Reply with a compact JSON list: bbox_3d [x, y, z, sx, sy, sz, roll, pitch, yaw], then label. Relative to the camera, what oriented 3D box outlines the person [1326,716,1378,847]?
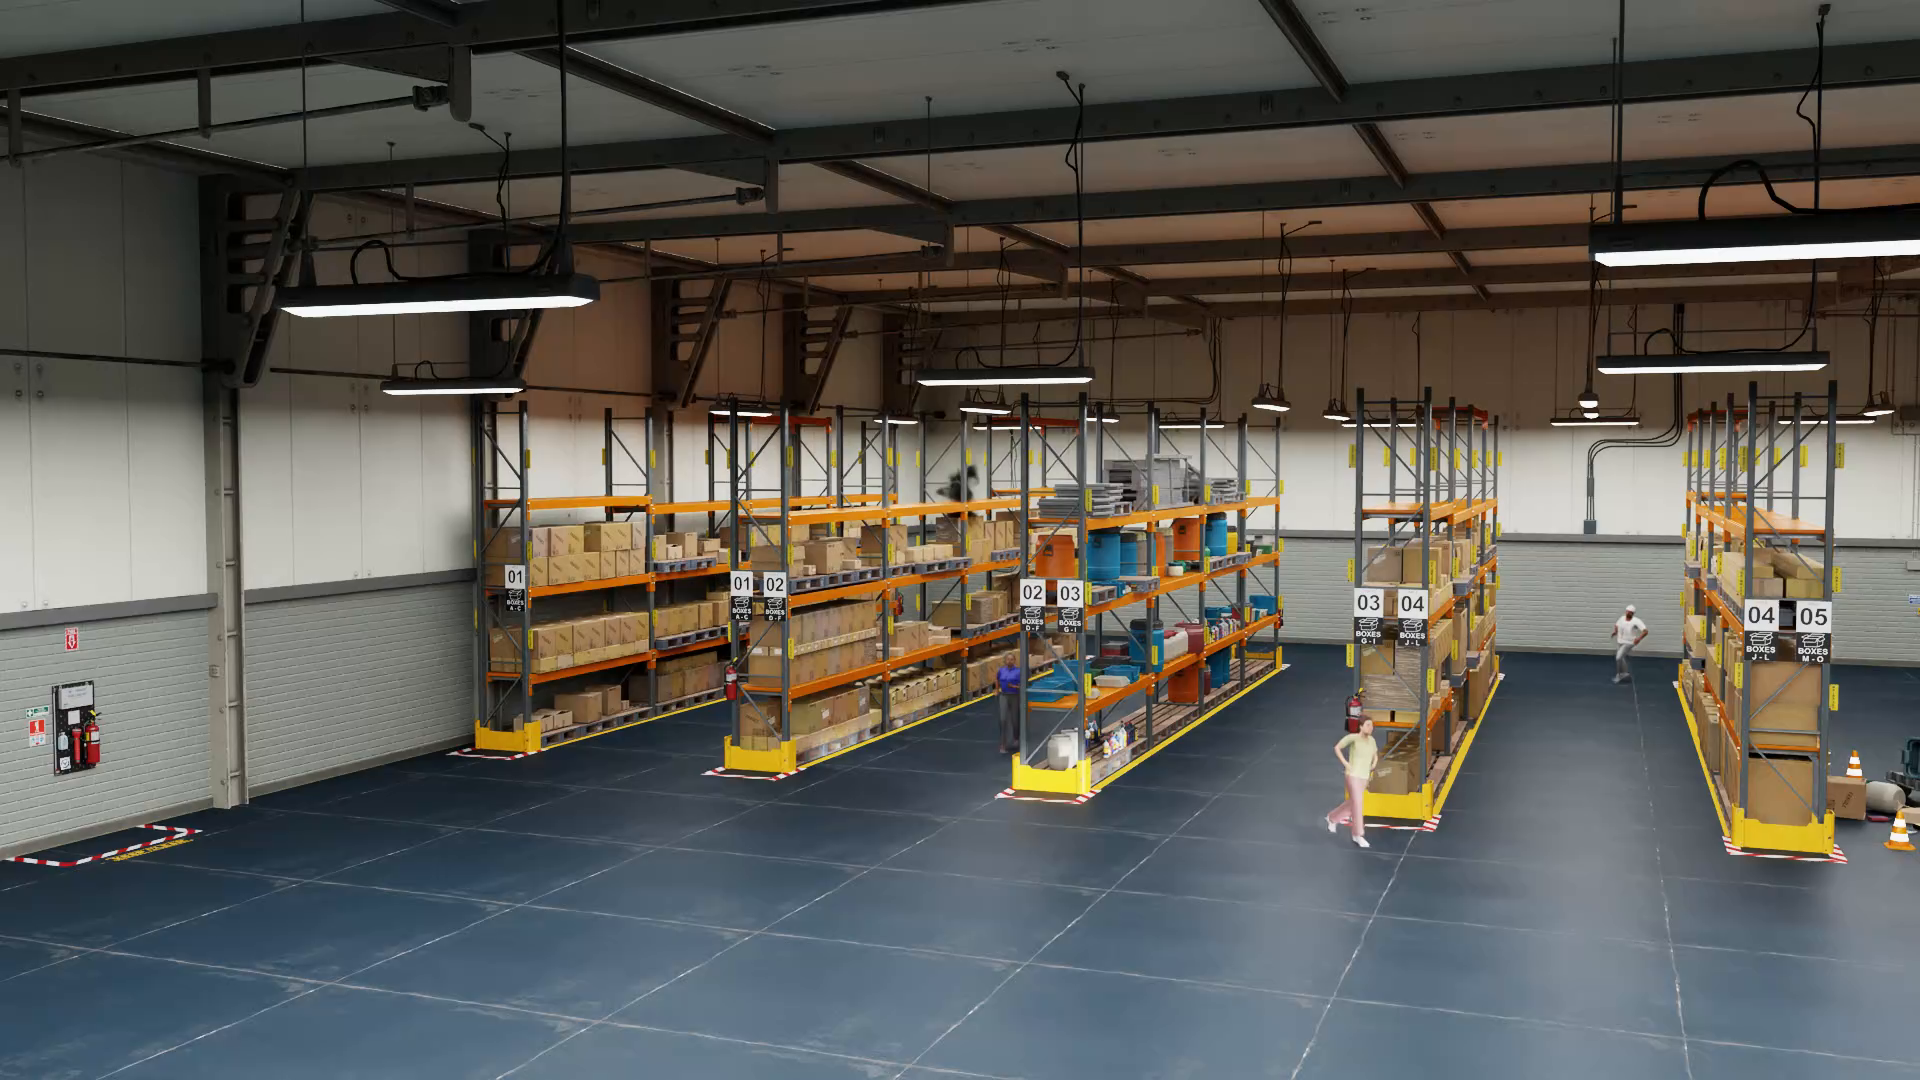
[{"bbox_3d":[5.261,3.126,21.912,0.615,1.639,0.929,-1,3,-28],"label":"person"}]

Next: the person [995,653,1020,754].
[{"bbox_3d":[0.859,2.787,28.512,0.547,1.718,0.777,0,3,9],"label":"person"}]

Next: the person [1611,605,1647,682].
[{"bbox_3d":[14.950,2.334,37.278,0.615,1.766,0.778,-1,3,-25],"label":"person"}]
